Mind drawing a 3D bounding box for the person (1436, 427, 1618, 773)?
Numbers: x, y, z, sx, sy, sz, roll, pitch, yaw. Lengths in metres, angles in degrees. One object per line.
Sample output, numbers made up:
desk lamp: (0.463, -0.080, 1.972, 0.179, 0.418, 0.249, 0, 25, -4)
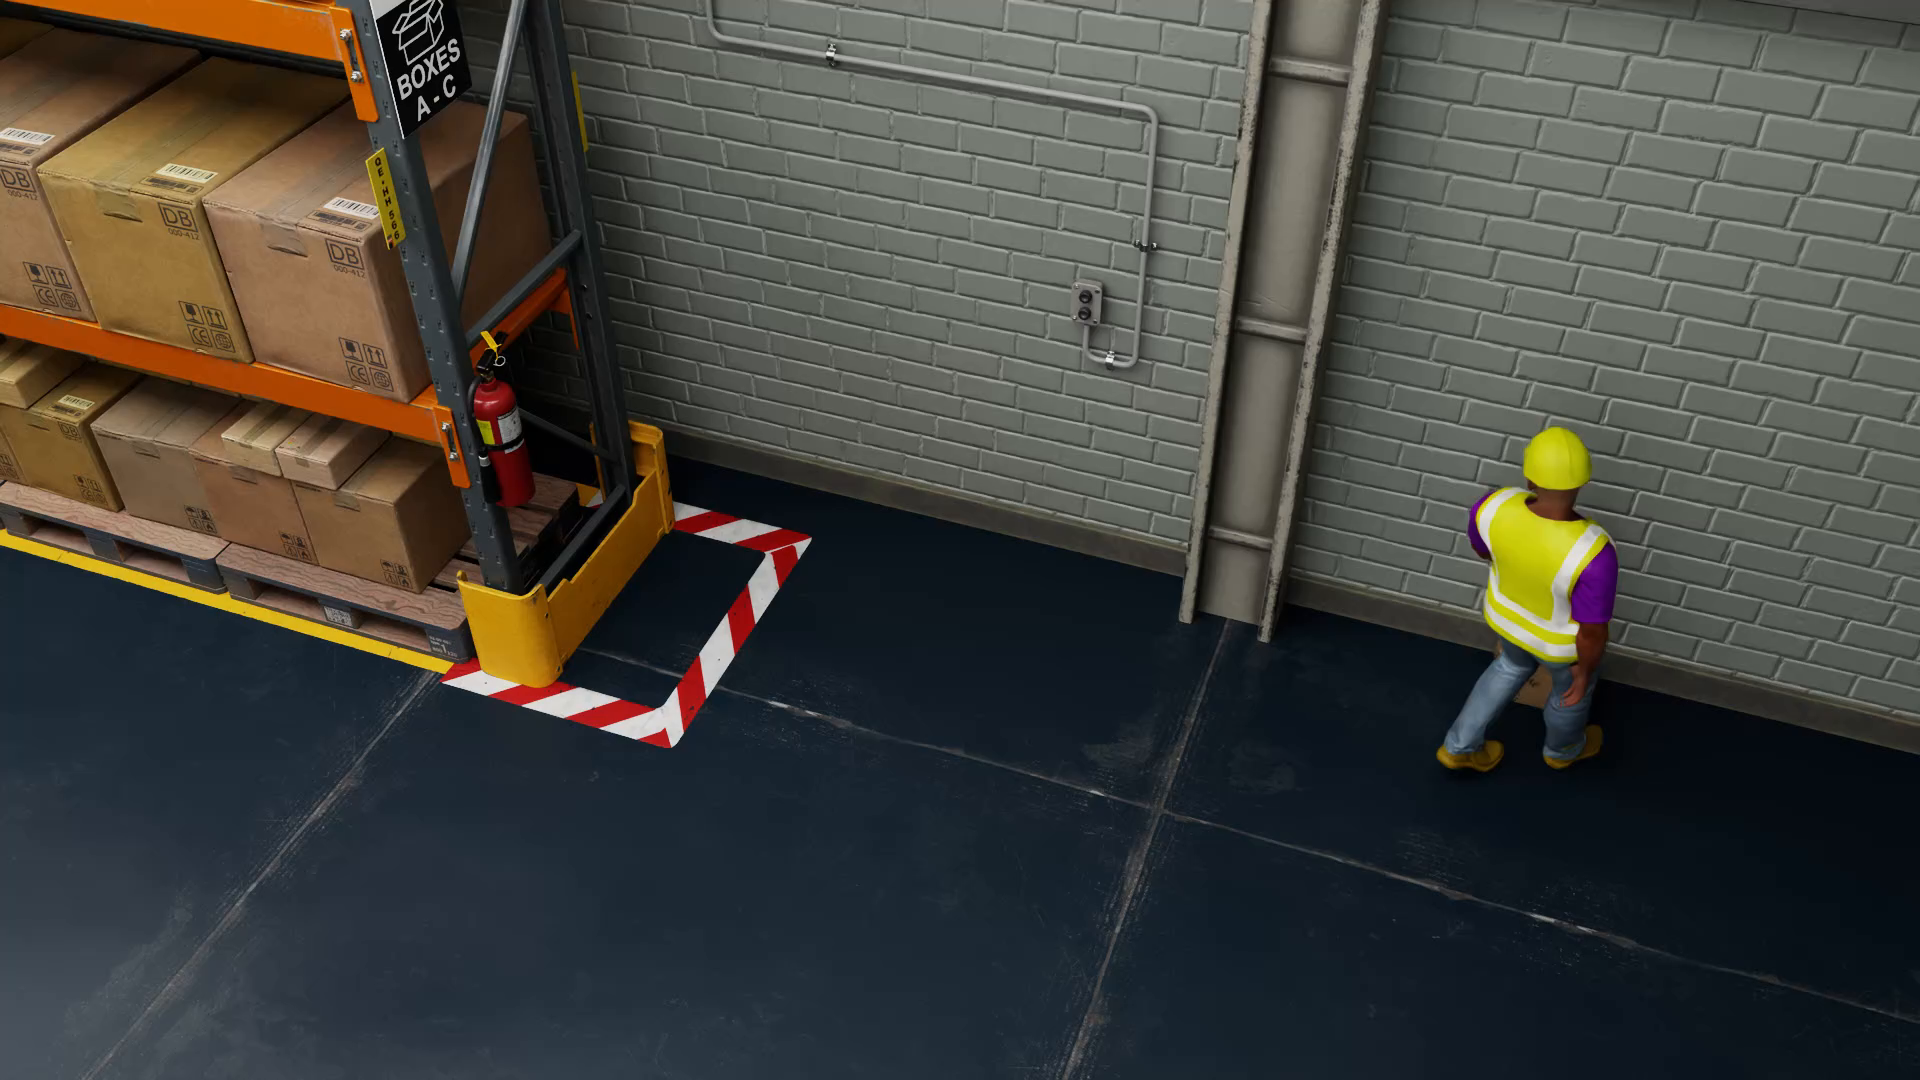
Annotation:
person: (2.147, 0.223, 5.933, 0.785, 1.712, 0.598, -28, 49, -28)
